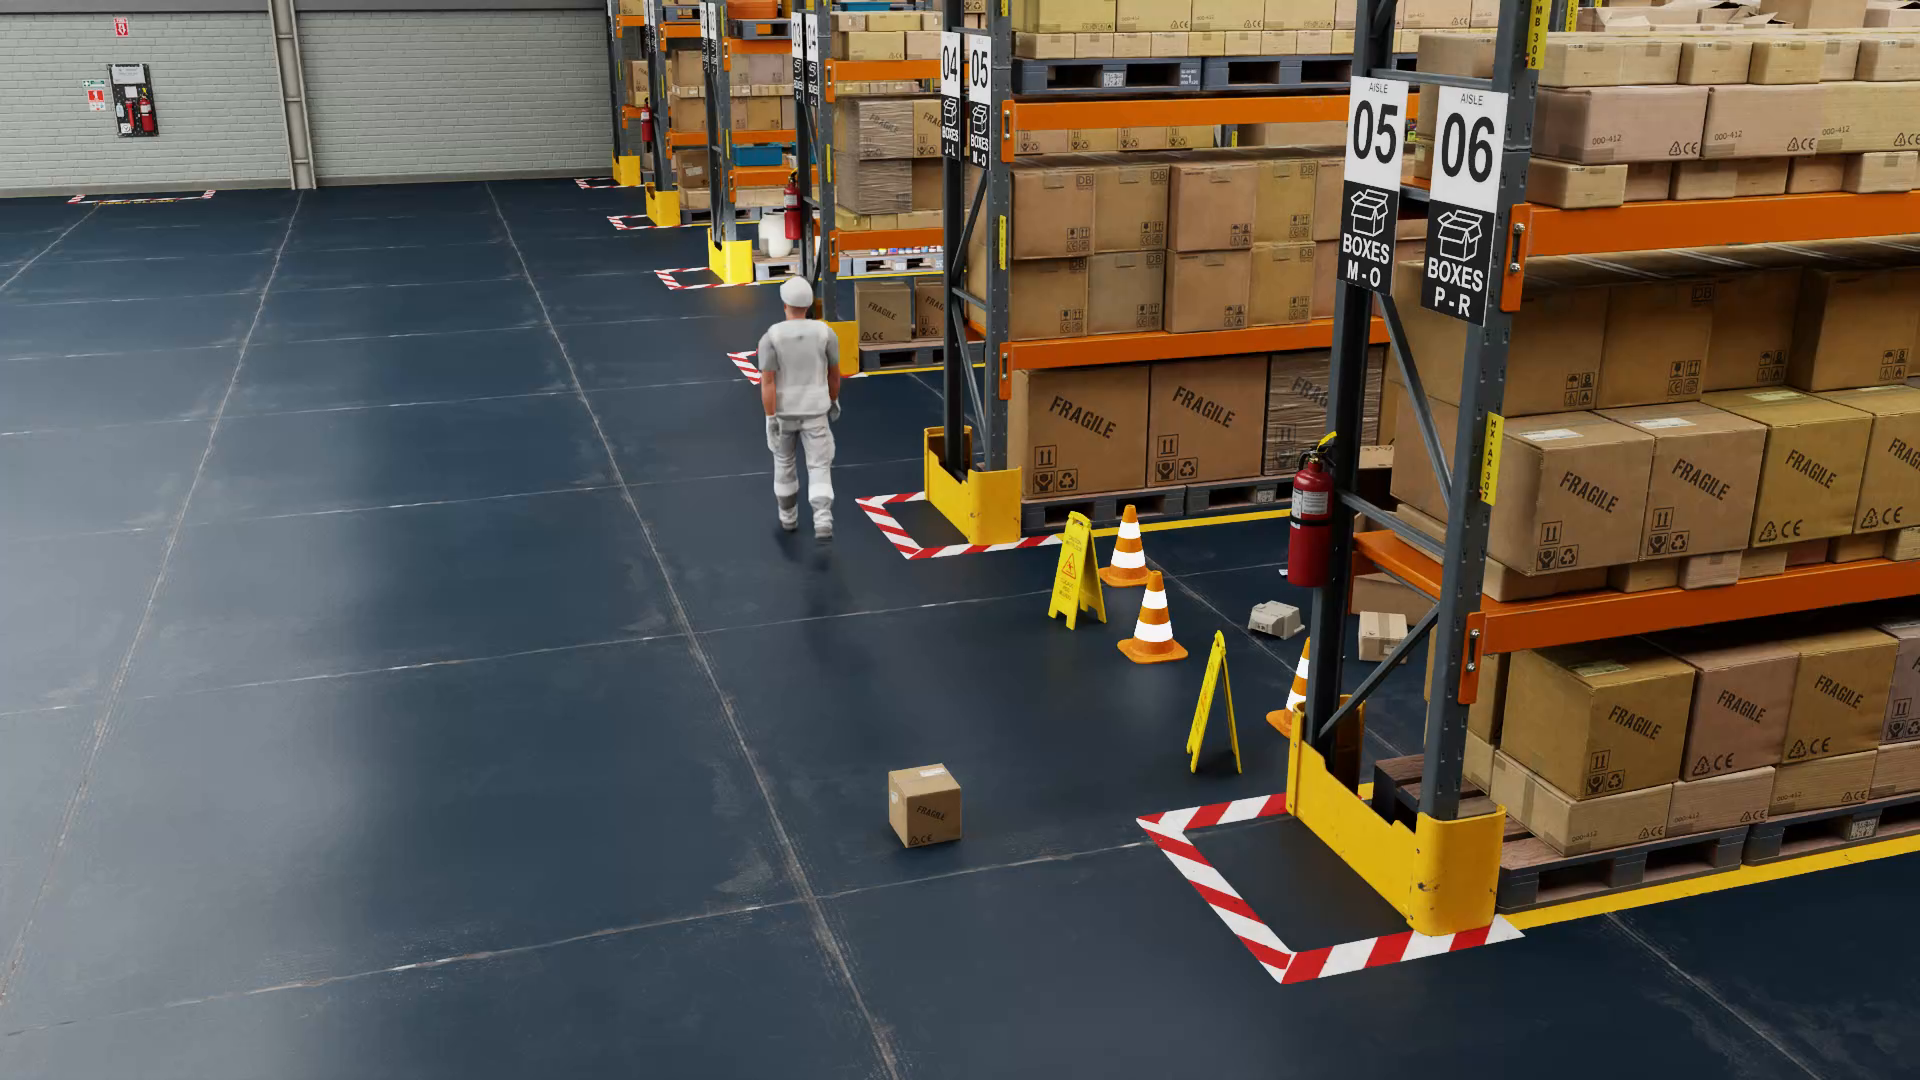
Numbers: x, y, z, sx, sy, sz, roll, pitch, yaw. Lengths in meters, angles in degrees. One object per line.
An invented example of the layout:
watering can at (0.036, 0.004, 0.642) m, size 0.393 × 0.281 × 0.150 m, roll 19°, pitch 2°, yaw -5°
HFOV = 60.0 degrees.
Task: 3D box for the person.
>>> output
person at (-1.019, -0.831, 10.695) m, size 0.532 × 1.751 × 0.987 m, roll -3°, pitch 19°, yaw -9°
